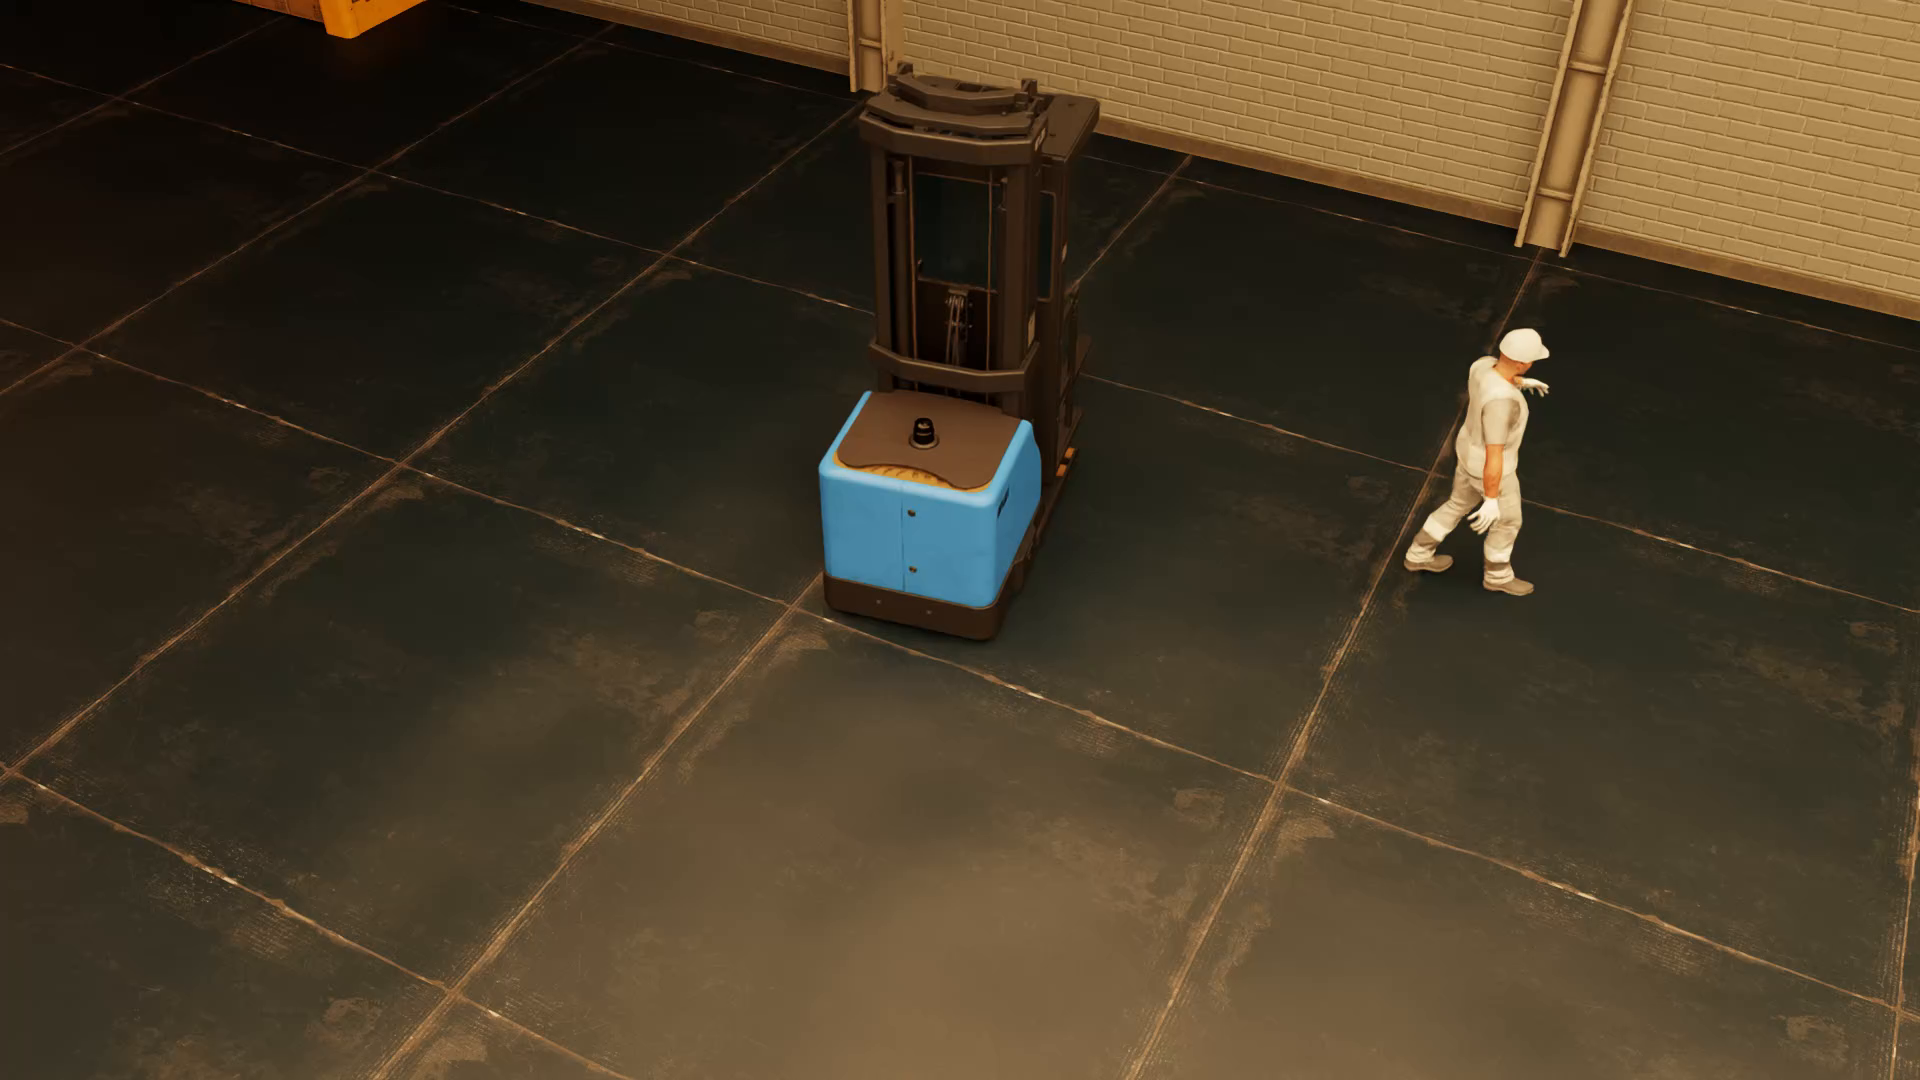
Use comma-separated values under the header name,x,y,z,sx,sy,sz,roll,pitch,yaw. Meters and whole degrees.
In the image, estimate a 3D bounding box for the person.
name,x,y,z,sx,sy,sz,roll,pitch,yaw
person,3.058,-0.448,9.390,0.751,1.696,1.001,-1,40,-2

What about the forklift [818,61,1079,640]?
name,x,y,z,sx,sy,sz,roll,pitch,yaw
forklift,0.138,-1.511,9.781,1.130,2.935,3.031,12,41,13
